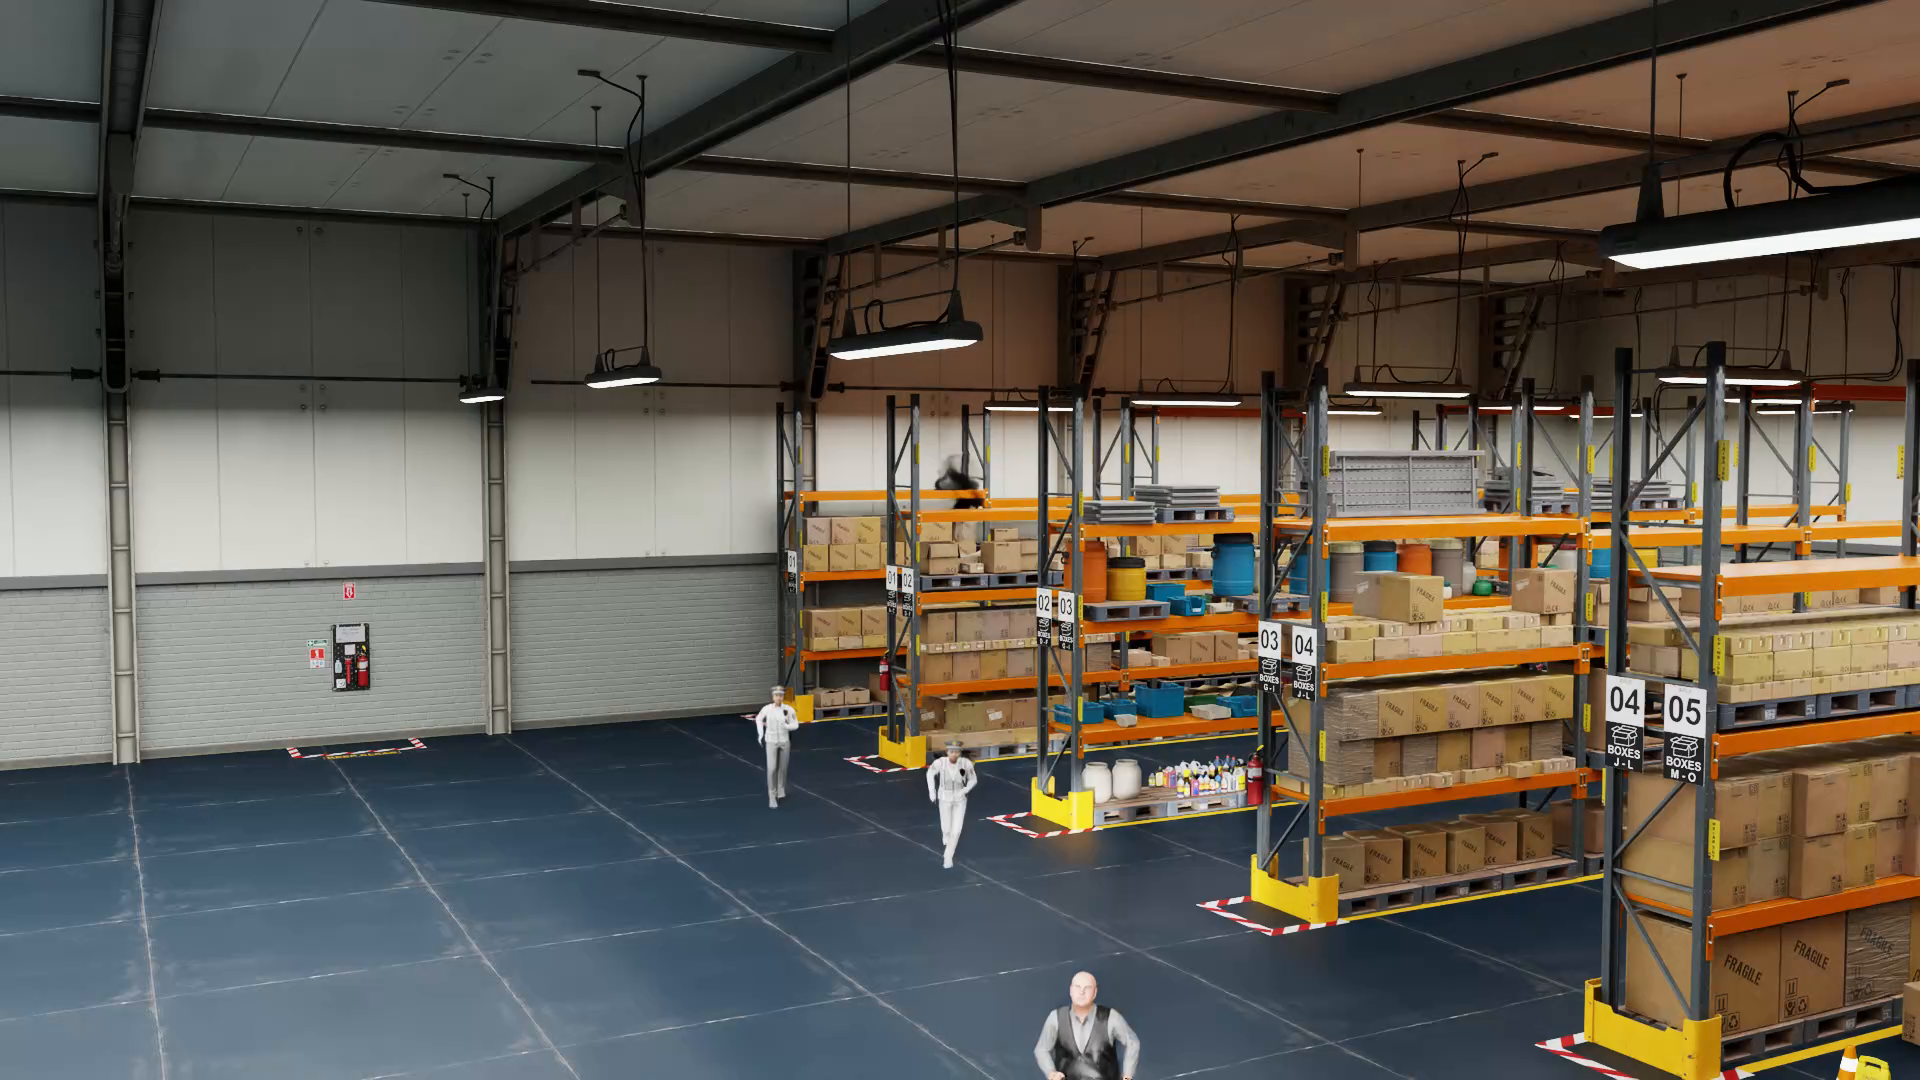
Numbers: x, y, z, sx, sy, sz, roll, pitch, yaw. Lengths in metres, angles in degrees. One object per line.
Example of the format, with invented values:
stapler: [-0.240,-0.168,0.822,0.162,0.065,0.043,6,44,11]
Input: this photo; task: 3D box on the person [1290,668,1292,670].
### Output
person: [7.040,2.365,34.261,0.575,1.720,0.698,-3,4,-42]

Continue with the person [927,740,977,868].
person: [-0.099,3.218,20.467,0.608,1.619,0.686,0,3,-6]

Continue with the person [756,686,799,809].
person: [-2.626,2.961,23.976,0.584,1.753,0.765,-1,3,-11]

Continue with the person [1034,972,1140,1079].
person: [0.828,3.700,11.000,0.695,1.685,0.591,1,3,10]
